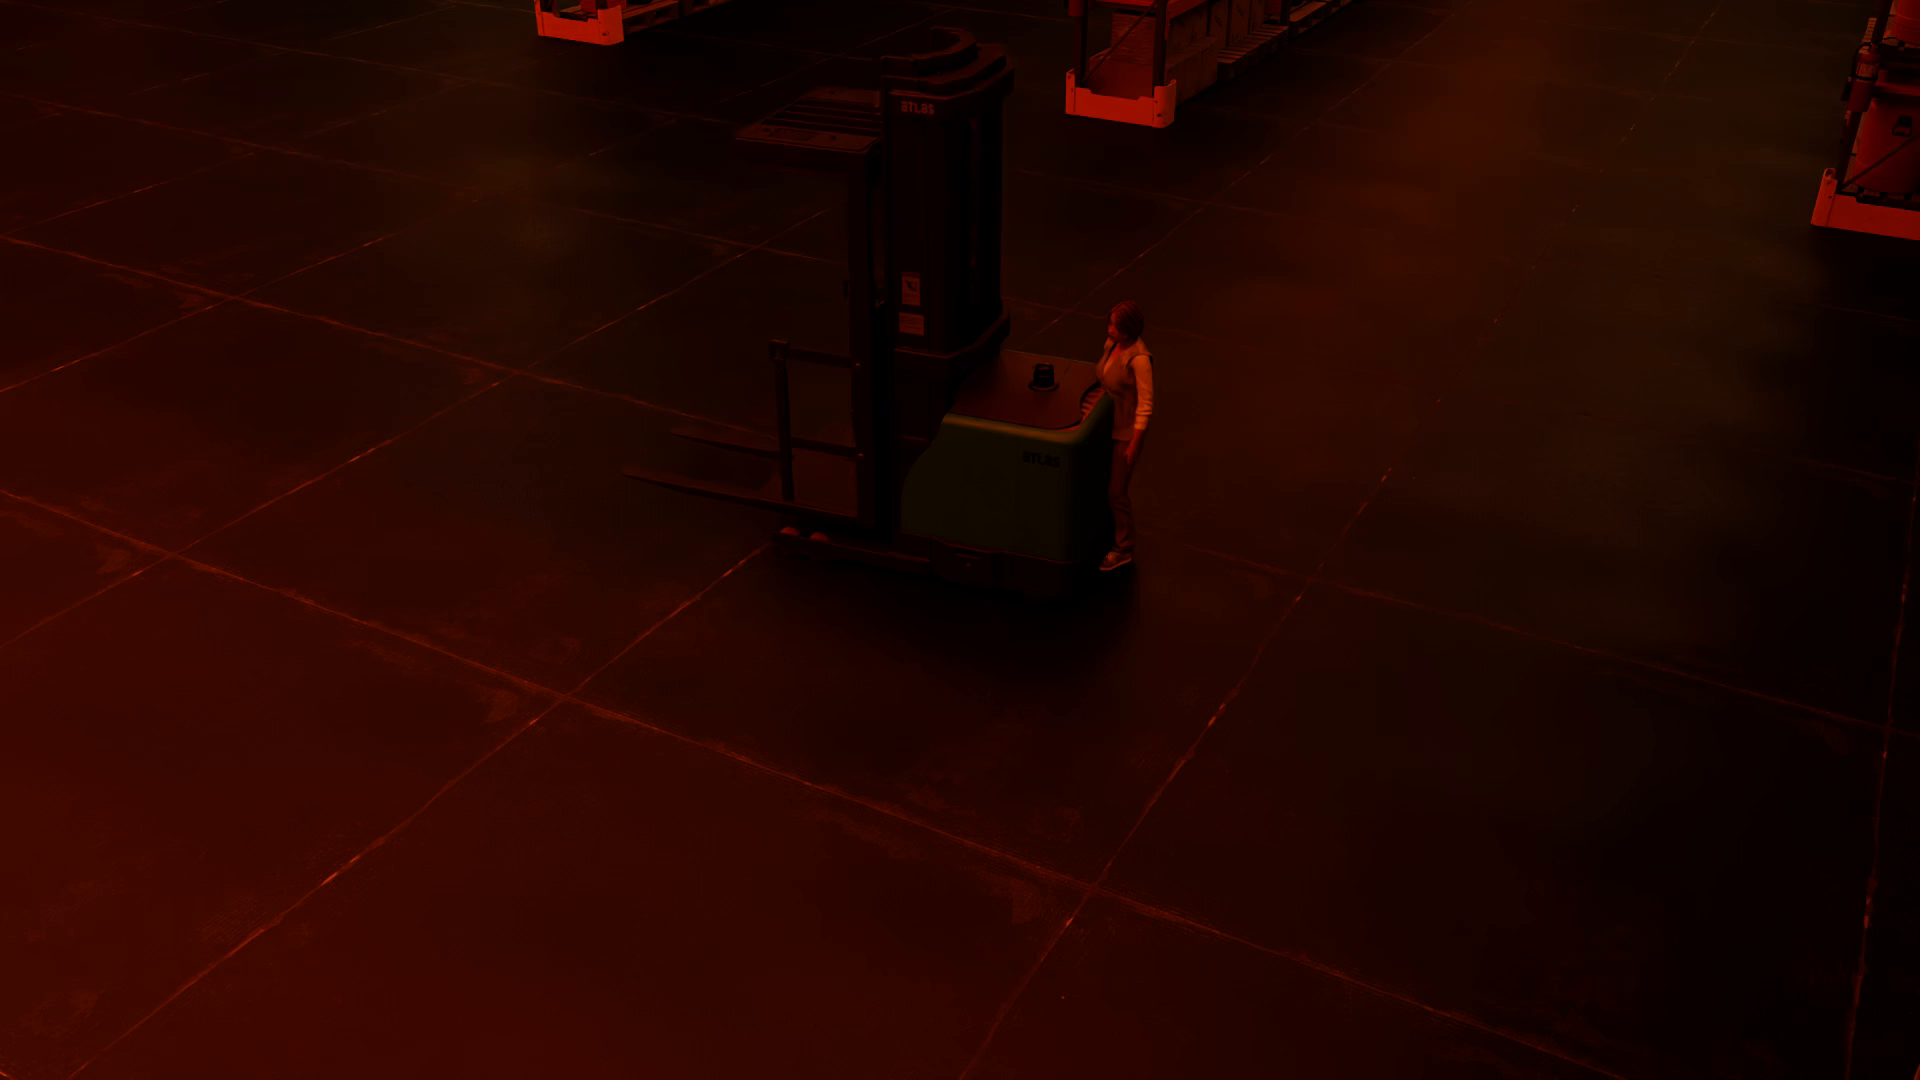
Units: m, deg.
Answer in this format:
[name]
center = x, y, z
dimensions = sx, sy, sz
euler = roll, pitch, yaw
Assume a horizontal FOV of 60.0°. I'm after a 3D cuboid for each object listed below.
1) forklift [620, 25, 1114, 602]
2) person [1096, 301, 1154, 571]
[forklift]
center = -0.575, -1.376, 9.454
dimensions = 3.031, 2.935, 1.130
euler = 11, 32, 18
[person]
center = 0.876, -0.603, 9.465
dimensions = 0.370, 1.584, 0.547
euler = -13, 32, -21
